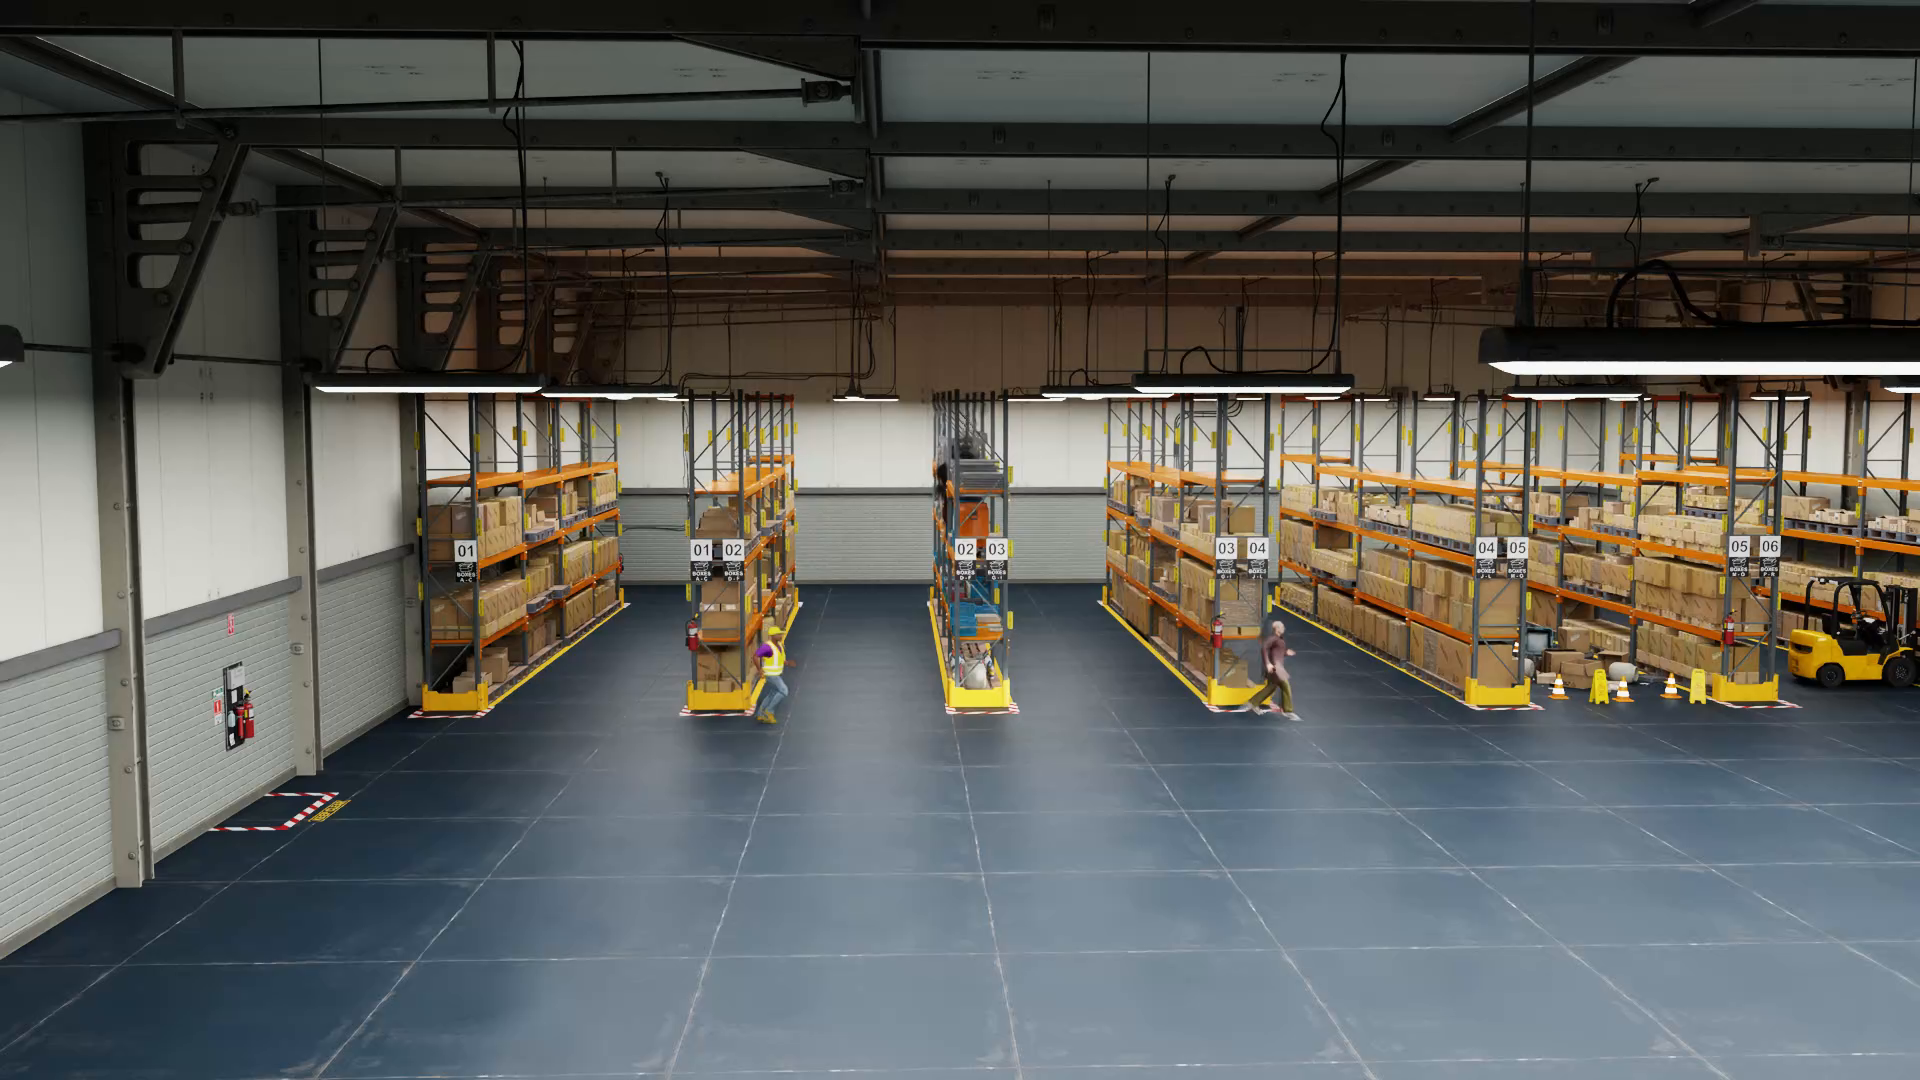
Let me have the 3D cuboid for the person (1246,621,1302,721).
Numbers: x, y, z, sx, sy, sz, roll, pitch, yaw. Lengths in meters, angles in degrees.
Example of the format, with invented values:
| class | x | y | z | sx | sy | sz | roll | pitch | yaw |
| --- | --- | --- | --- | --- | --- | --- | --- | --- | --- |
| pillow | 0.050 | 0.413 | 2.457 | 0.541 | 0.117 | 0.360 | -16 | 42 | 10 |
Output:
| class | x | y | z | sx | sy | sz | roll | pitch | yaw |
| --- | --- | --- | --- | --- | --- | --- | --- | --- | --- |
| person | 5.721 | 2.370 | 30.292 | 1.017 | 1.803 | 0.740 | 1 | 5 | 12 |

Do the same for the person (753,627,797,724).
| class | x | y | z | sx | sy | sz | roll | pitch | yaw |
| --- | --- | --- | --- | --- | --- | --- | --- | --- | --- |
| person | -3.308 | 2.420 | 29.757 | 0.769 | 1.750 | 0.676 | 1 | 5 | 16 |
